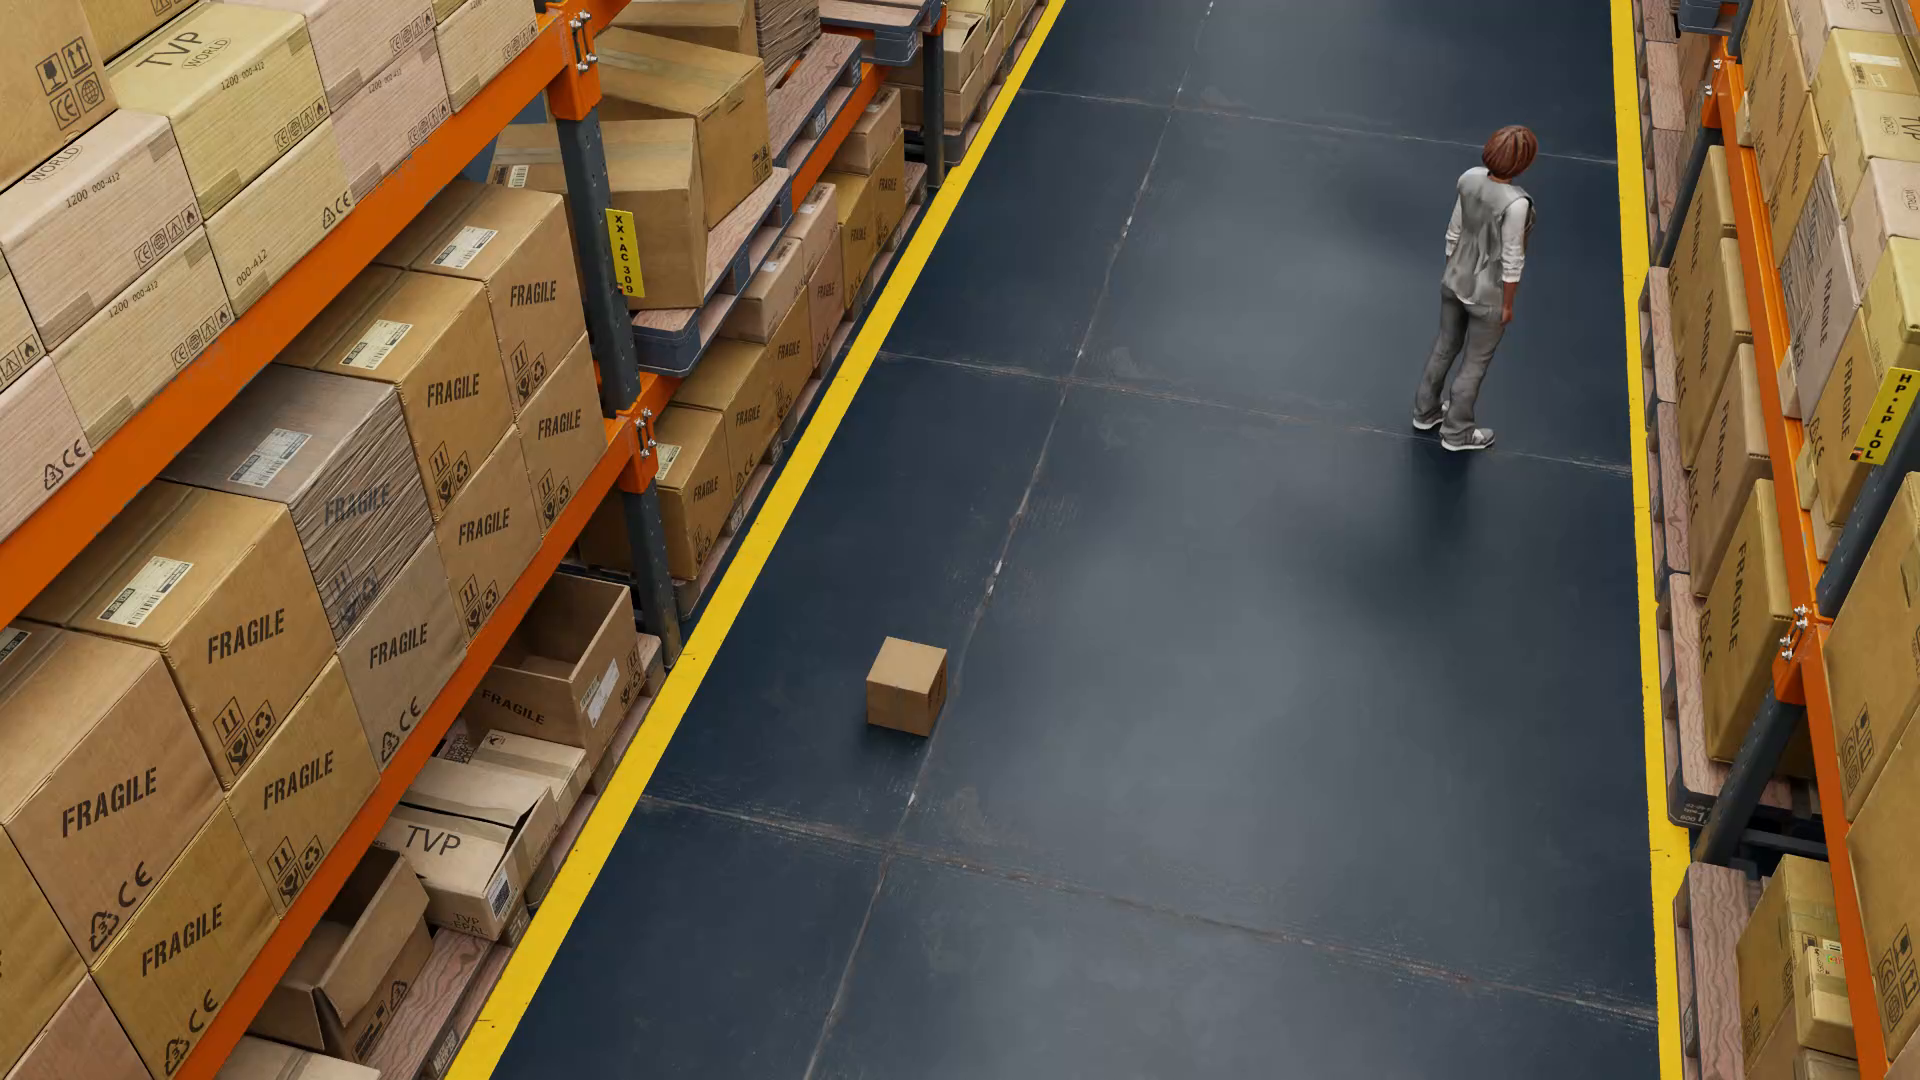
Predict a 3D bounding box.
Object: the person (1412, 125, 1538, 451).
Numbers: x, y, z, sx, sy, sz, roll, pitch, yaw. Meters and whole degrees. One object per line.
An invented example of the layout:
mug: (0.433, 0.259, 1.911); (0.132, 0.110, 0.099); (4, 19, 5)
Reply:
person: (2.320, -1.116, 7.419); (0.314, 1.604, 0.408); (-21, 46, -22)
